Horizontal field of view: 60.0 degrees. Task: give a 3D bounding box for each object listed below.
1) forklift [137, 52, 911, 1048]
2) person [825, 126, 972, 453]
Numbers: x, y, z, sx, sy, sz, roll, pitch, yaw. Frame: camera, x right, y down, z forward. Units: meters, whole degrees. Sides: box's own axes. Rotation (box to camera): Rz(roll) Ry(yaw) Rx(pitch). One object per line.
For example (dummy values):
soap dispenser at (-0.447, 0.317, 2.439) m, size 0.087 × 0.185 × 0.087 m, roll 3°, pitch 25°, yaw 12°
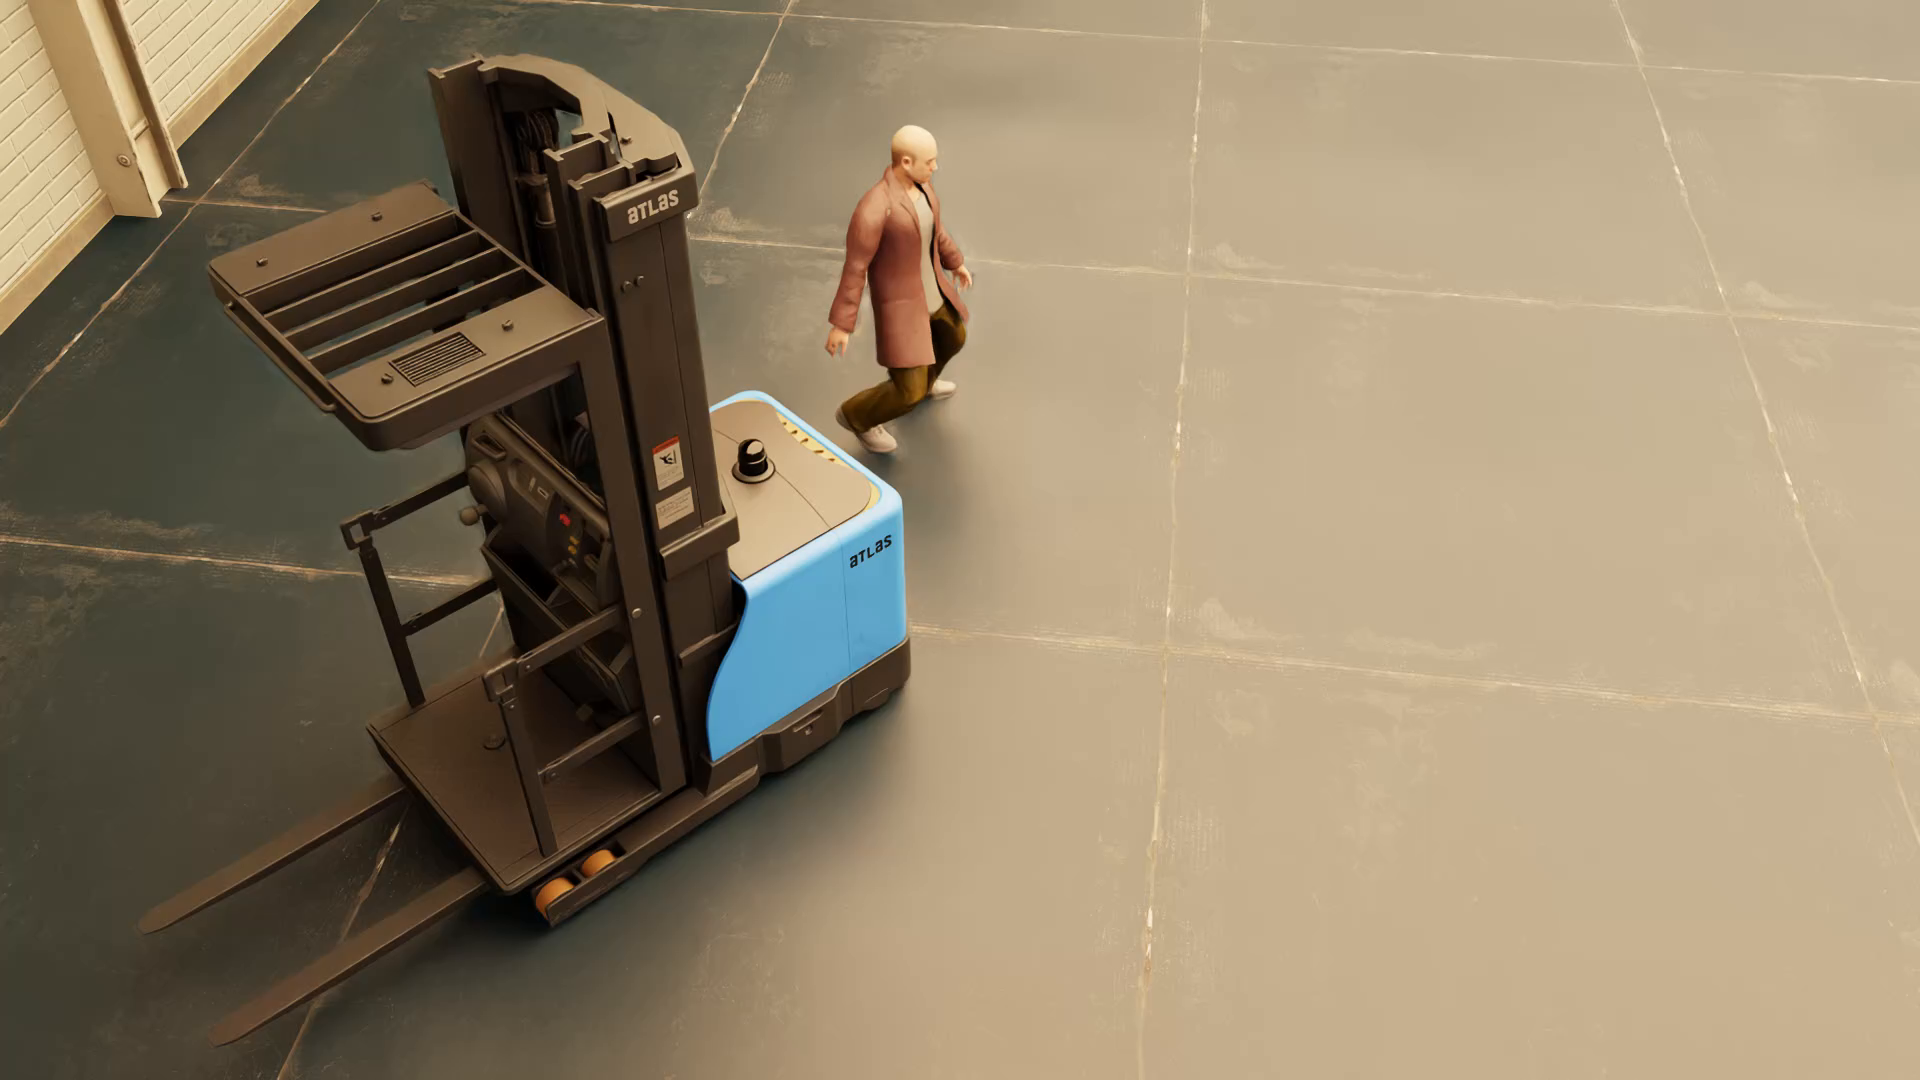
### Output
forklift at (-1.643, -0.036, 5.763) m, size 3.031 × 2.935 × 1.130 m, roll -31°, pitch 51°, yaw -30°
person at (-0.280, -1.155, 7.913) m, size 0.577 × 1.687 × 0.939 m, roll 24°, pitch 48°, yaw 24°
